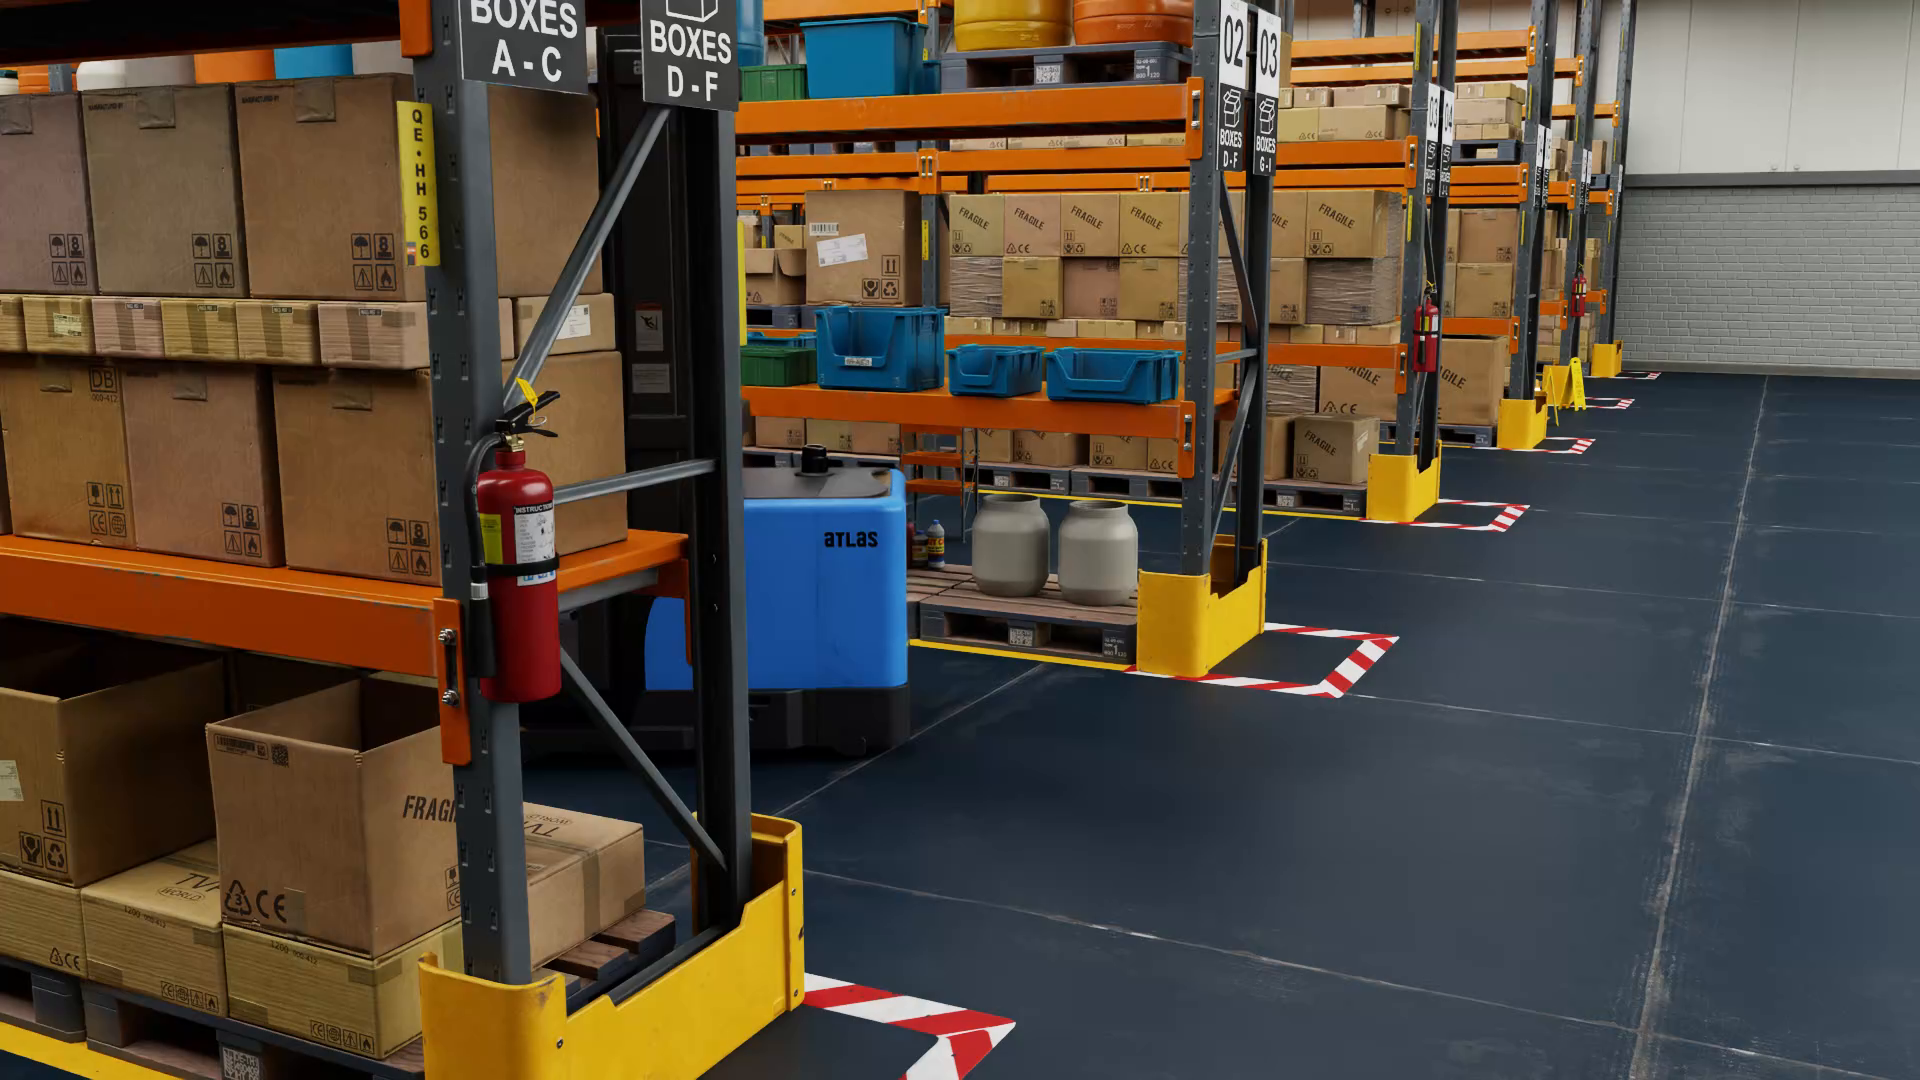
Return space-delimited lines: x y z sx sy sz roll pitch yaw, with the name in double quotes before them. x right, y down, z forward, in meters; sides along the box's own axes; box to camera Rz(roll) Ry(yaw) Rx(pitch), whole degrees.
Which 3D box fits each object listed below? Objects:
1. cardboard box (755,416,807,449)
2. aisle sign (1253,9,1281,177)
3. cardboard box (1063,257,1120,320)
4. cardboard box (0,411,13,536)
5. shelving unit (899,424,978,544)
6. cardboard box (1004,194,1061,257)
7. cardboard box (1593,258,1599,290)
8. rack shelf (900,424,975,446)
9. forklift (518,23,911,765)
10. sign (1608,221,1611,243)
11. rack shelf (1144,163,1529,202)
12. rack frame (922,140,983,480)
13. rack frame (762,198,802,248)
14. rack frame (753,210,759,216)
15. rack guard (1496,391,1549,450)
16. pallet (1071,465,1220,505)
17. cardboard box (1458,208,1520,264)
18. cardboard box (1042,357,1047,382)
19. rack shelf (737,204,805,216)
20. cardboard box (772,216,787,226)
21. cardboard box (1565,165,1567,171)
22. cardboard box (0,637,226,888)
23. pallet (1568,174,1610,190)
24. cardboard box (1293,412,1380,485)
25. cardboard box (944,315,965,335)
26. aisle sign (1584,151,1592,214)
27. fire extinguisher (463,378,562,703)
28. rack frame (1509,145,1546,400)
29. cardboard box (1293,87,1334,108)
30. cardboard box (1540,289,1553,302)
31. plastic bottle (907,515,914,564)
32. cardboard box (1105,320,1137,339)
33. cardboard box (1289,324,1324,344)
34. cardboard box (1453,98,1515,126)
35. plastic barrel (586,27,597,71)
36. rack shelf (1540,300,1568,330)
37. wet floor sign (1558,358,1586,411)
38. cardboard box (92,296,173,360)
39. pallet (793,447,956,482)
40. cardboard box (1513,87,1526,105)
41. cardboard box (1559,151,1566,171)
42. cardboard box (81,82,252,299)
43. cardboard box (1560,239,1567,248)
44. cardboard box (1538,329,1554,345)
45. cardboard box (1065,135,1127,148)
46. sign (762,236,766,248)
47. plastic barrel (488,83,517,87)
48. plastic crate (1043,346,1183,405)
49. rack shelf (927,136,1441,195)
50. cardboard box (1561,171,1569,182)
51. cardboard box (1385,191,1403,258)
"cardboard box" -1.509 -1.142 15.402 0.500 0.500 0.700 4 11 21
"aisle sign" 1.543 -2.233 8.348 0.004 0.787 0.394 5 11 26
"cardboard box" 1.255 -2.101 13.802 0.500 0.500 0.875 5 11 26
"cardboard box" -2.649 -0.332 4.861 0.500 0.500 0.700 5 12 28
"shelving unit" -0.148 -0.603 11.695 0.503 1.200 0.258 5 11 26
"cardboard box" 0.693 -2.592 13.704 0.500 0.500 0.500 5 11 26
"cardboard box" 9.797 -4.212 26.302 0.500 0.500 0.500 5 12 28
"rack shelf" -0.148 -0.757 11.668 0.480 0.148 0.258 5 11 26
"forklift" -1.731 -0.623 6.942 3.031 2.935 1.130 0 10 -2
"sign" 9.865 -4.681 25.253 0.005 0.325 0.100 5 11 26
"rack shelf" 4.032 -3.768 17.724 4.000 0.370 1.077 5 11 26
"rack frame" -0.047 -2.019 14.465 0.127 3.000 1.000 5 11 26
"rack frame" -2.836 -4.232 26.693 0.127 3.000 1.000 5 11 26
"rack frame" -4.231 -5.341 32.817 0.127 3.000 1.000 5 11 26
"rack guard" 5.847 -1.256 17.269 0.348 0.500 1.175 5 11 26
"pallet" 1.669 -0.504 13.922 1.213 0.211 1.003 5 11 26
"cardboard box" 5.510 -3.129 17.143 0.550 0.550 0.875 5 11 26
"cardboard box" 0.778 -2.014 19.575 0.750 0.750 1.050 5 11 26
"rack shelf" -2.437 -6.305 31.743 4.000 0.370 1.077 5 11 26
"cardboard box" -3.005 -5.159 26.904 0.250 0.149 0.380 5 11 25
"cardboard box" 9.241 -5.705 25.652 0.250 0.149 0.380 5 11 24
"cardboard box" -2.362 0.584 4.517 0.500 0.500 0.500 5 11 26
"pallet" 9.495 -5.572 25.922 1.213 0.211 1.003 5 11 26
"cardboard box" 2.988 -0.733 13.195 0.500 0.500 0.500 8 13 36
"cardboard box" 0.013 -1.831 14.128 0.250 0.149 0.380 5 11 26
"aisle sign" 8.118 -4.611 21.484 0.004 0.787 0.394 5 11 26
"fire extinguisher" -0.946 -0.001 3.529 0.183 0.674 0.296 5 11 26
"rack frame" 5.825 -2.488 17.056 0.127 3.000 1.000 5 11 26
"cardboard box" 2.678 -3.318 12.519 0.250 0.149 0.380 4 11 23
"cardboard box" 7.495 -3.159 21.465 0.250 0.149 0.380 5 12 28
"plastic bottle" -0.334 -0.006 9.735 0.133 0.283 0.061 5 12 27
"cardboard box" 1.364 -1.715 13.487 0.250 0.149 0.380 5 11 26
"cardboard box" 2.722 -1.601 12.861 0.250 0.149 0.380 5 11 26
"cardboard box" 5.263 -4.287 16.696 0.500 0.250 0.500 5 11 27
"plastic barrel" -1.939 -2.901 9.419 0.421 0.512 0.421 0 10 0
"rack shelf" 6.131 -3.090 22.403 4.000 0.370 1.077 5 11 26
"wet floor sign" 7.622 -1.942 20.651 0.267 0.644 0.232 -10 14 -43
"cardboard box" -1.963 -0.551 4.250 0.250 0.149 0.380 5 11 27
"pallet" -0.746 -0.708 15.051 1.213 0.211 1.003 5 11 26
"cardboard box" 5.667 -4.566 17.121 0.250 0.149 0.380 5 11 26
"cardboard box" 7.592 -4.918 21.642 0.500 0.250 0.500 5 11 25
"cardboard box" -1.781 -0.893 4.321 0.500 0.500 0.700 5 11 24
"cardboard box" 9.469 -4.604 25.807 0.250 0.149 0.380 5 11 26
"cardboard box" 9.098 -3.209 26.177 0.500 0.250 0.500 5 11 25
"cardboard box" 1.161 -3.263 13.338 0.500 0.250 0.500 5 11 24
"sign" -3.081 -4.609 26.119 0.005 0.325 0.100 5 11 26
"plastic barrel" -2.791 -2.956 9.813 0.708 0.901 0.600 5 11 26
"plastic crate" 0.767 -0.832 8.320 0.616 0.251 0.499 5 11 26
"rack shelf" 1.747 -2.984 13.391 4.000 0.370 1.077 5 11 26
"cardboard box" 7.771 -4.717 21.655 0.250 0.149 0.380 5 11 26
"cardboard box" 3.167 -2.479 13.079 0.500 0.500 0.500 5 11 26
